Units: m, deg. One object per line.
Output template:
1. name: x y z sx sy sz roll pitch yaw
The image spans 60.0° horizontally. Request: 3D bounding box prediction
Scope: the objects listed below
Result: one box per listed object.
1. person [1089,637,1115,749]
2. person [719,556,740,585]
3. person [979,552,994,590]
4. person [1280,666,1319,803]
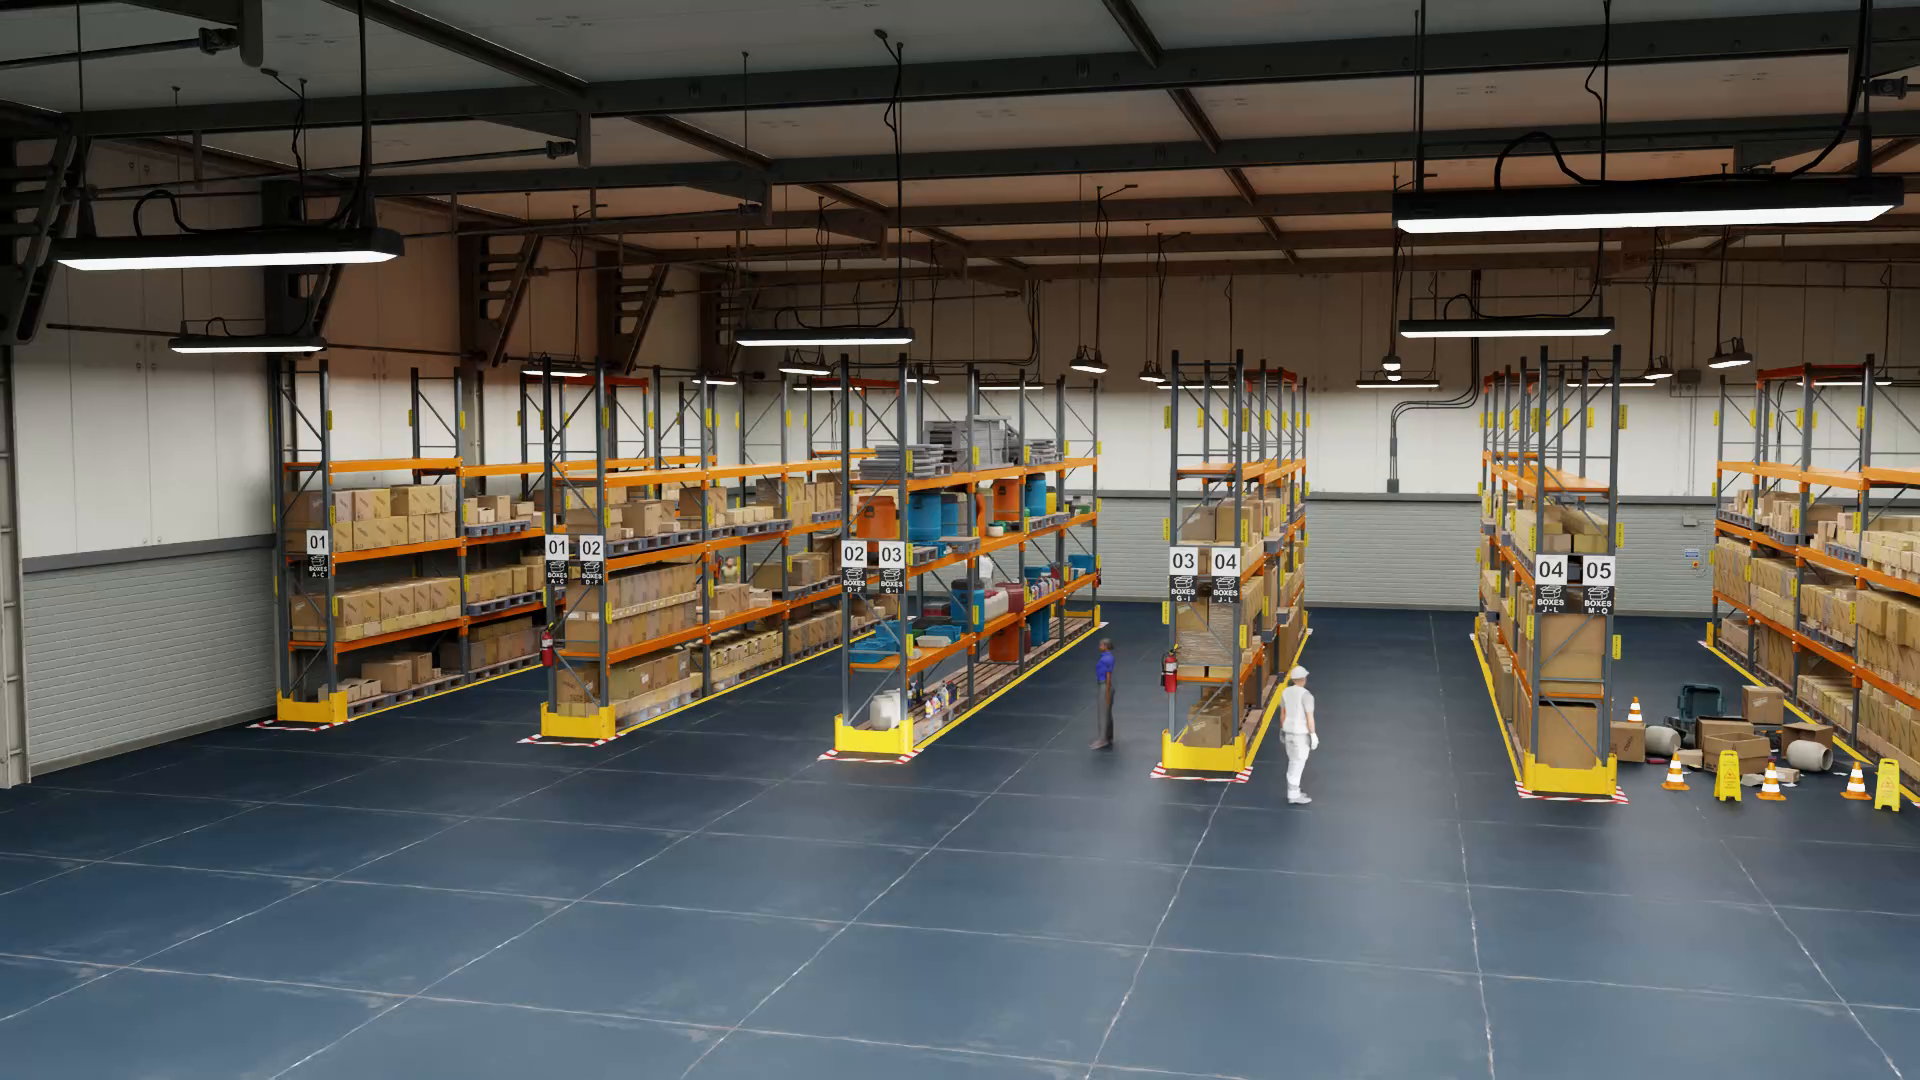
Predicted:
1. person: 2.190 2.340 25.585 0.393 1.677 0.584 0 4 6
2. person: -5.747 1.223 41.394 0.615 1.650 0.973 1 4 15
3. person: 0.607 0.973 43.760 0.677 1.735 0.572 1 4 20
4. person: 4.503 2.546 21.816 0.510 1.803 0.609 -2 5 -28
